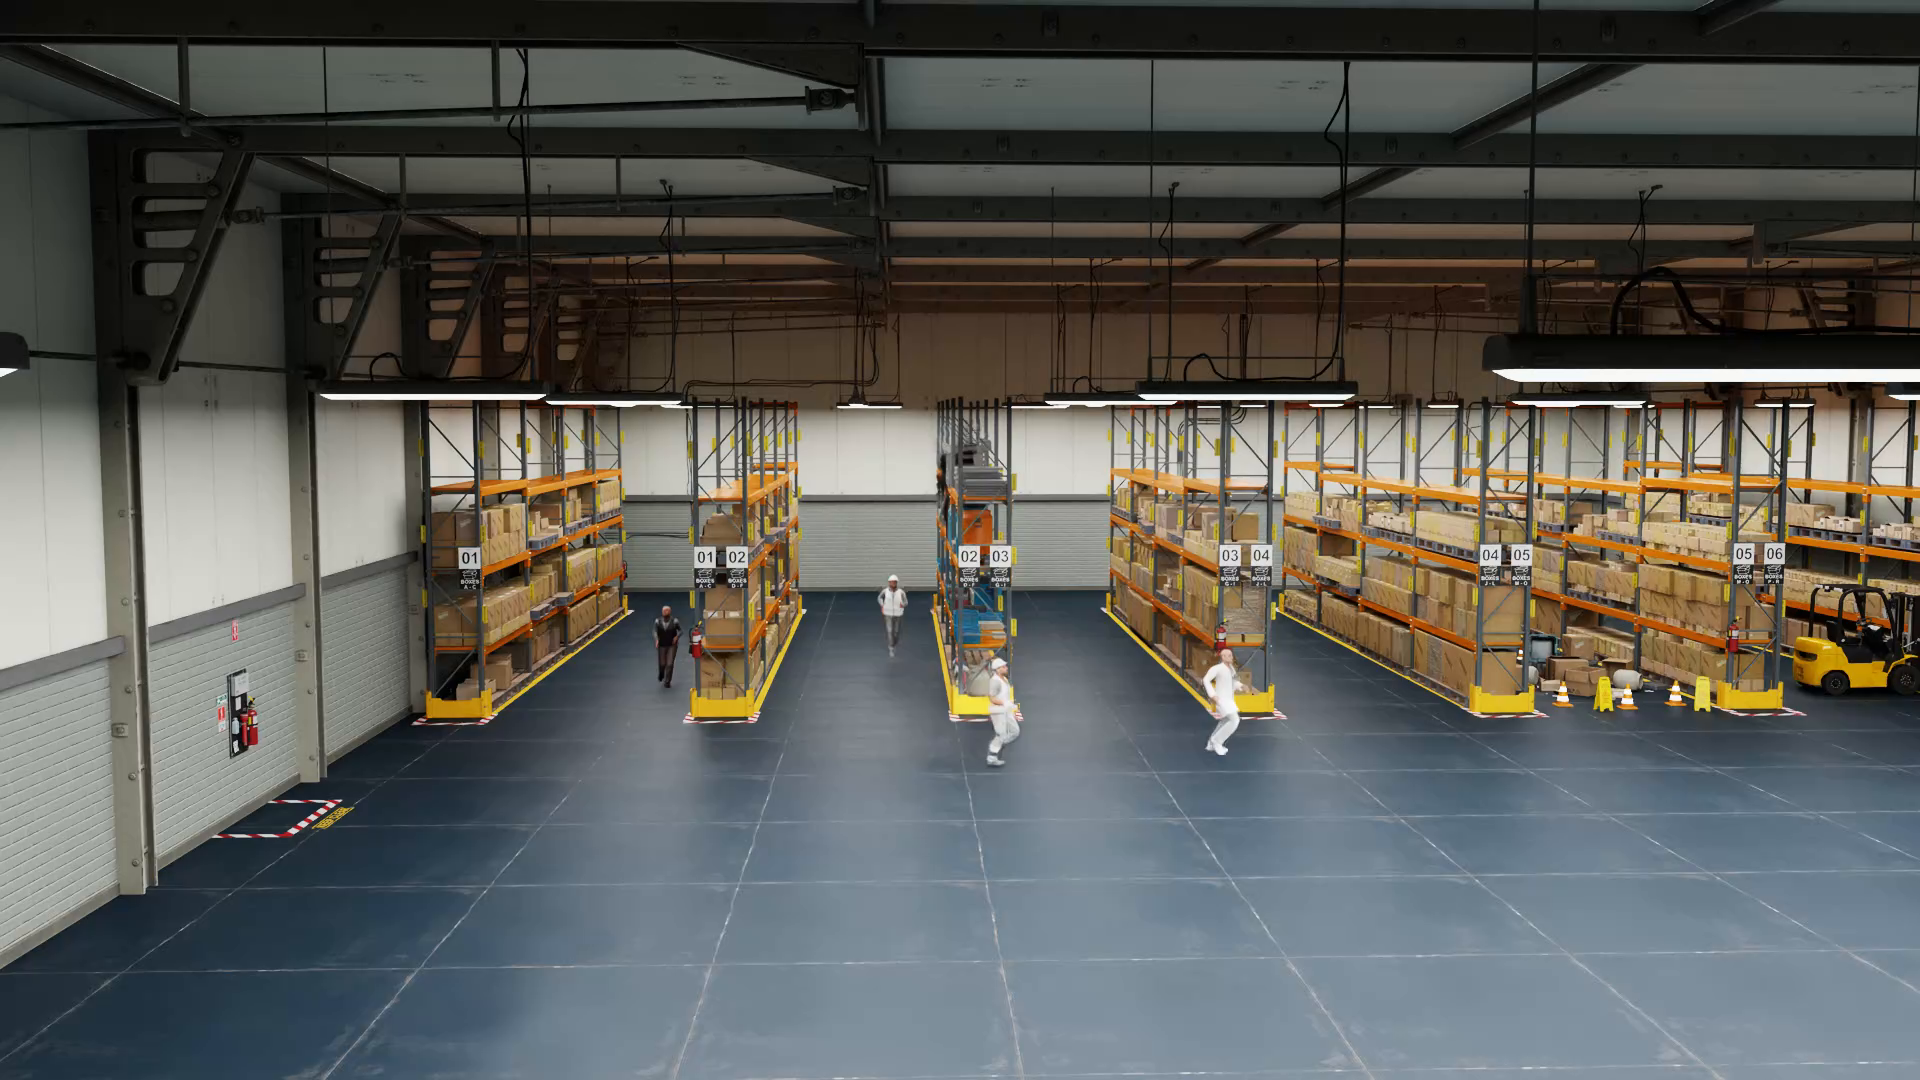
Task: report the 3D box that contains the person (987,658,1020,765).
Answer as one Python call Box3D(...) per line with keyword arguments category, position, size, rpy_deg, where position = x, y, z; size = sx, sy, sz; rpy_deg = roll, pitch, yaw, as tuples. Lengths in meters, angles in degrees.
Box3D(category="person", position=(0.706, 2.770, 26.777), size=(0.574, 1.740, 0.628), rpy_deg=(2, 5, 21))

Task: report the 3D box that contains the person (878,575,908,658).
Box3D(category="person", position=(-1.483, 1.685, 37.025), size=(0.662, 1.803, 0.886), rpy_deg=(-1, 4, -7))

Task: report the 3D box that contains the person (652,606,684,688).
Box3D(category="person", position=(-6.079, 2.217, 34.602), size=(0.656, 1.696, 0.627), rpy_deg=(0, 4, -4))

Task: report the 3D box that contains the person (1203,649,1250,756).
Box3D(category="person", position=(4.457, 2.710, 27.759), size=(0.714, 1.755, 0.709), rpy_deg=(3, 5, 30))
